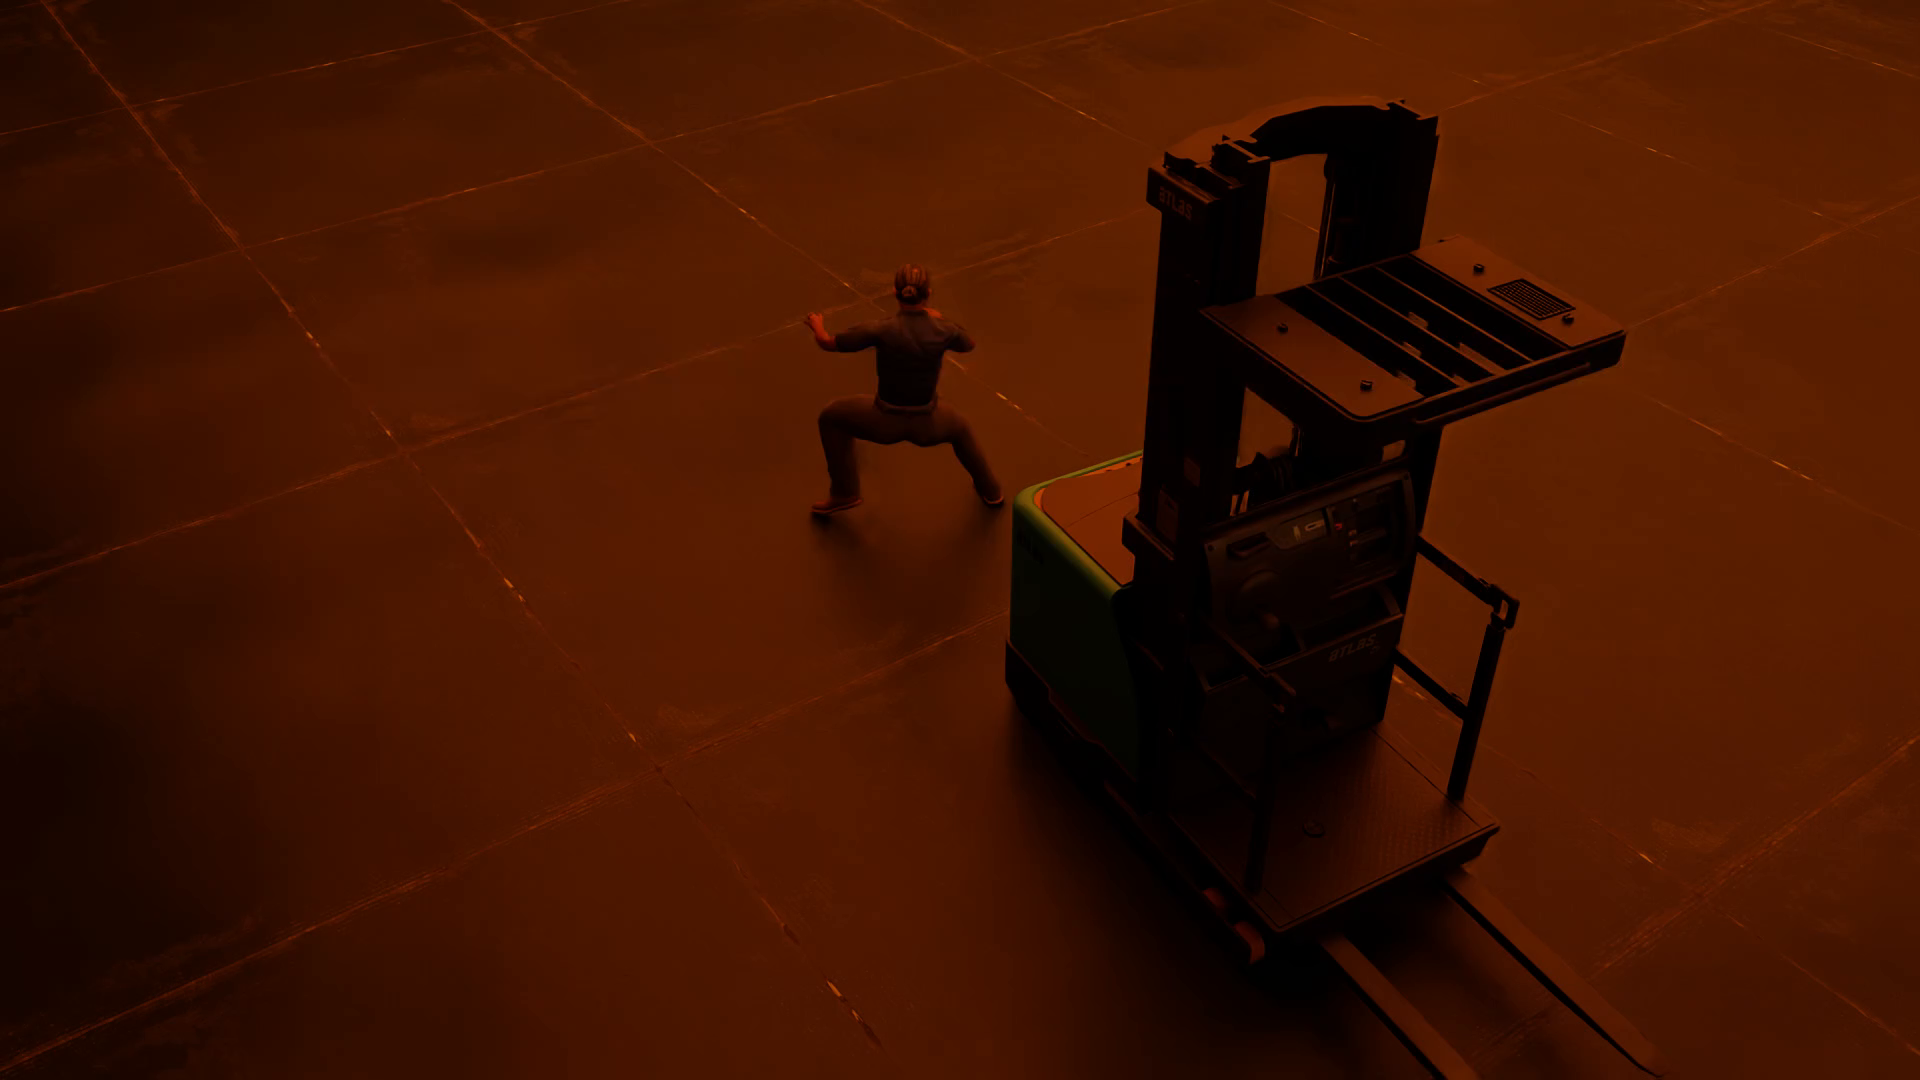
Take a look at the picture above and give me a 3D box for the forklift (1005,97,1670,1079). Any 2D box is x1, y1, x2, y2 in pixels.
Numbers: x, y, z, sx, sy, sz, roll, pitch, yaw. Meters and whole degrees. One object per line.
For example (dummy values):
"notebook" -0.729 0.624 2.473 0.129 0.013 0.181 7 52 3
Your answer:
"forklift" 1.365 0.106 5.802 1.130 2.935 3.031 -19 40 -23

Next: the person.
"person" -0.273 -0.758 8.235 0.994 1.428 0.682 -2 37 -3
